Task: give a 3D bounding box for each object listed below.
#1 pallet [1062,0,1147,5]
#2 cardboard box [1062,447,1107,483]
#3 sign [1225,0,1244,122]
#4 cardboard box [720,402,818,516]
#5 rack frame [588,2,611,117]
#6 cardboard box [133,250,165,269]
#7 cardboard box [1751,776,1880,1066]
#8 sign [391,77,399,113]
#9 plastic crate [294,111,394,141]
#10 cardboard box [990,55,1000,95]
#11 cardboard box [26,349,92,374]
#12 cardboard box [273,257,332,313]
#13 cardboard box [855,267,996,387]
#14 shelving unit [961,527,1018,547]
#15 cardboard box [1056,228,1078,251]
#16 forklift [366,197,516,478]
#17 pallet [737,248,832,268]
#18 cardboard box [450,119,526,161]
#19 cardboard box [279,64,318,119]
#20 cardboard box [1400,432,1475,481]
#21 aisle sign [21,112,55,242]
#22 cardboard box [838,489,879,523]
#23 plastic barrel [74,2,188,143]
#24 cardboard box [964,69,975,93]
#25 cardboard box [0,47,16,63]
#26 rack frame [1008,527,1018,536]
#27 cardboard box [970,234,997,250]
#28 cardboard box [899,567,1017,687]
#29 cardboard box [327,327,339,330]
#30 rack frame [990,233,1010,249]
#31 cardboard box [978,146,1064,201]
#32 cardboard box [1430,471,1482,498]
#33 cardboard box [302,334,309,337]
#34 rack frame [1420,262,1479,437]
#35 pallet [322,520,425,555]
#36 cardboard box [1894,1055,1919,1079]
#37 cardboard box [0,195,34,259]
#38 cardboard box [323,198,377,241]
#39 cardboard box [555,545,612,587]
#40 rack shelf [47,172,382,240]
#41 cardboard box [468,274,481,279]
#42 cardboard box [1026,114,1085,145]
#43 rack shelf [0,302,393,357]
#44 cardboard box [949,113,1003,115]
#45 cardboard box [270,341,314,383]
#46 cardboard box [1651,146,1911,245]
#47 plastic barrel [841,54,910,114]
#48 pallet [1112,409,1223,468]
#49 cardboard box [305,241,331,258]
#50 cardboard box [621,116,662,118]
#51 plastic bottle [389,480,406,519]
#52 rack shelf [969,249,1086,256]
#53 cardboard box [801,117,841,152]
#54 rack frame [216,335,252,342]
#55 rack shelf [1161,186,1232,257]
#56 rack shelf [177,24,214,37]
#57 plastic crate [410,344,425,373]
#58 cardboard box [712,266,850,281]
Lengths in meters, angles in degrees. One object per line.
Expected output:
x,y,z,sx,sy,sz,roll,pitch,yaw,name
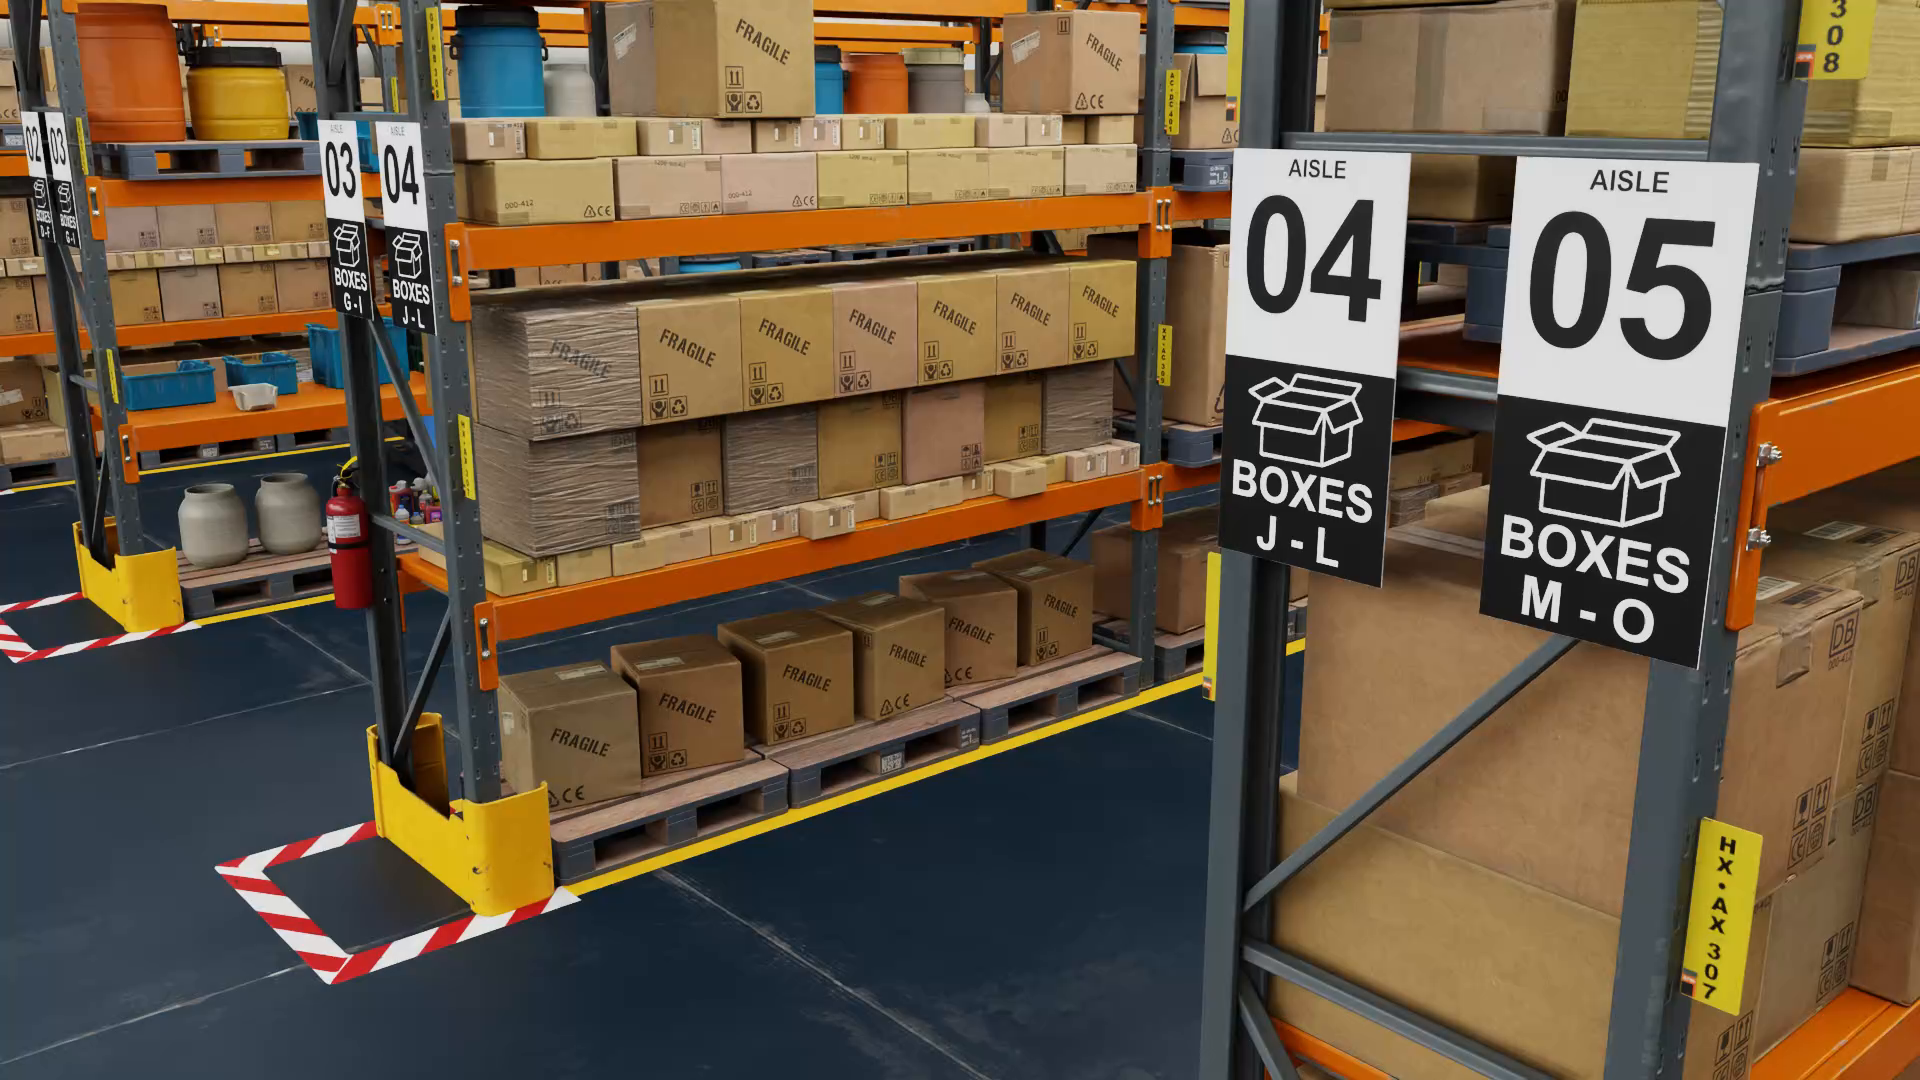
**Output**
1.072,-5.059,15.393,1.003,0.211,1.213,-13,19,-39,pallet
0.578,-0.431,9.040,0.250,0.149,0.380,-13,19,-39,cardboard box
0.558,-0.973,3.207,0.005,0.325,0.100,-13,19,-39,sign
-1.139,-0.474,7.940,0.500,0.500,0.875,-13,19,-39,cardboard box
-2.509,-4.550,12.345,0.127,3.000,1.000,-13,19,-39,rack frame
-7.368,-2.543,15.008,0.250,0.149,0.380,-13,20,-40,cardboard box
1.555,0.732,3.907,0.550,0.550,0.875,-13,19,-39,cardboard box
-5.393,-4.246,15.864,0.005,0.325,0.100,-13,19,-39,sign
-4.286,-2.797,11.626,0.575,0.384,0.392,-13,19,-39,plastic crate
0.619,-6.042,21.613,0.500,0.500,0.700,-13,19,-39,cardboard box
-10.433,-2.218,19.232,0.500,0.500,0.700,-14,21,-43,cardboard box
-6.482,-2.497,16.094,0.500,0.500,0.700,-13,20,-40,cardboard box
-0.171,-1.063,8.209,0.500,0.500,0.500,-13,19,-39,cardboard box
0.125,-1.042,12.584,0.503,2.100,0.431,-13,19,-39,shelving unit
1.224,-4.140,22.244,0.500,0.500,0.500,-12,19,-38,cardboard box
-4.658,-2.155,15.137,1.130,2.935,3.031,-9,18,-31,forklift
-2.275,-3.330,19.774,1.003,0.211,1.213,-13,19,-39,pallet
-1.916,-1.580,6.559,0.250,0.149,0.380,-13,20,-40,cardboard box
-6.311,-4.350,16.132,0.500,0.500,0.500,-11,18,-35,cardboard box
3.274,-0.612,11.768,0.500,0.250,0.500,-12,19,-37,cardboard box
-5.776,-2.275,10.418,0.004,0.787,0.394,-13,19,-39,aisle sign
-0.607,-0.193,8.148,0.250,0.149,0.380,-13,19,-39,cardboard box
-5.244,-2.940,10.486,0.708,0.830,0.600,-13,19,-39,plastic barrel
-0.152,-5.649,21.072,0.600,0.600,0.600,14,20,42,cardboard box
-10.702,-5.274,18.699,0.500,0.500,0.500,-13,20,-39,cardboard box
0.309,-1.084,12.739,0.015,2.100,0.400,-13,19,-39,rack frame
0.485,-4.154,22.296,0.500,0.500,0.500,-12,19,-38,cardboard box
-0.013,0.476,9.184,0.500,0.500,0.500,-6,16,-22,cardboard box
-8.112,-2.810,21.449,0.500,0.500,0.700,-13,20,-40,cardboard box
0.277,-3.971,21.805,0.127,3.000,1.000,-13,19,-39,rack frame
0.168,-1.849,8.339,0.500,0.250,0.500,-12,19,-38,cardboard box
3.267,-0.252,11.872,0.500,0.500,0.700,-14,20,-42,cardboard box
-6.314,-1.835,16.870,0.500,0.500,0.500,-13,19,-39,cardboard box
3.759,-1.365,12.046,0.127,3.000,1.000,-13,19,-39,rack frame
-3.964,0.009,12.306,1.213,0.211,1.003,-13,19,-39,pallet
2.035,1.520,4.551,0.875,0.875,0.875,-13,20,-40,cardboard box
-8.375,-2.699,14.335,0.500,0.500,0.700,-13,19,-39,cardboard box
-6.089,-3.215,16.265,0.500,0.500,0.700,-13,19,-39,cardboard box
-1.703,0.072,7.157,0.250,0.149,0.380,-13,19,-39,cardboard box
-4.018,-2.414,11.557,4.000,0.370,1.077,-13,19,-39,rack shelf
-5.215,-2.736,17.441,0.258,0.266,0.396,-13,20,-41,cardboard box
0.425,-2.117,8.570,0.250,0.149,0.380,-12,19,-39,cardboard box
-7.267,-1.930,15.556,4.000,0.370,1.077,-13,19,-39,rack shelf
0.138,-2.203,8.890,0.250,0.149,0.380,-14,20,-42,cardboard box
-6.349,-1.649,16.174,0.500,0.500,0.500,-13,19,-39,cardboard box
1.373,-0.601,2.855,0.250,0.149,0.380,-12,19,-39,cardboard box
-0.747,-3.778,14.436,0.708,0.830,0.600,-13,19,-39,plastic barrel
1.414,-0.695,9.913,1.213,0.211,1.003,-13,19,-39,pallet
-6.206,-2.804,15.983,0.250,0.149,0.380,-13,20,-41,cardboard box
-1.421,-1.840,7.533,0.250,0.149,0.380,-12,19,-39,cardboard box
-4.221,-0.304,12.501,0.135,0.276,0.152,-12,19,-39,plastic bottle
1.786,-3.963,23.167,4.000,0.370,1.077,-13,19,-39,rack shelf
-0.755,-1.845,7.552,0.250,0.149,0.380,-13,20,-40,cardboard box
-9.013,-3.580,20.340,0.127,3.000,1.000,-13,19,-39,rack frame
2.251,-2.127,10.483,4.000,0.370,1.077,-13,19,-39,rack shelf
-10.522,-5.790,18.390,4.000,0.370,1.077,-13,19,-39,rack shelf
-3.719,-1.374,12.491,0.662,0.188,0.450,-13,19,-39,plastic crate
-0.888,-1.079,8.269,0.500,0.500,0.500,-13,19,-39,cardboard box
